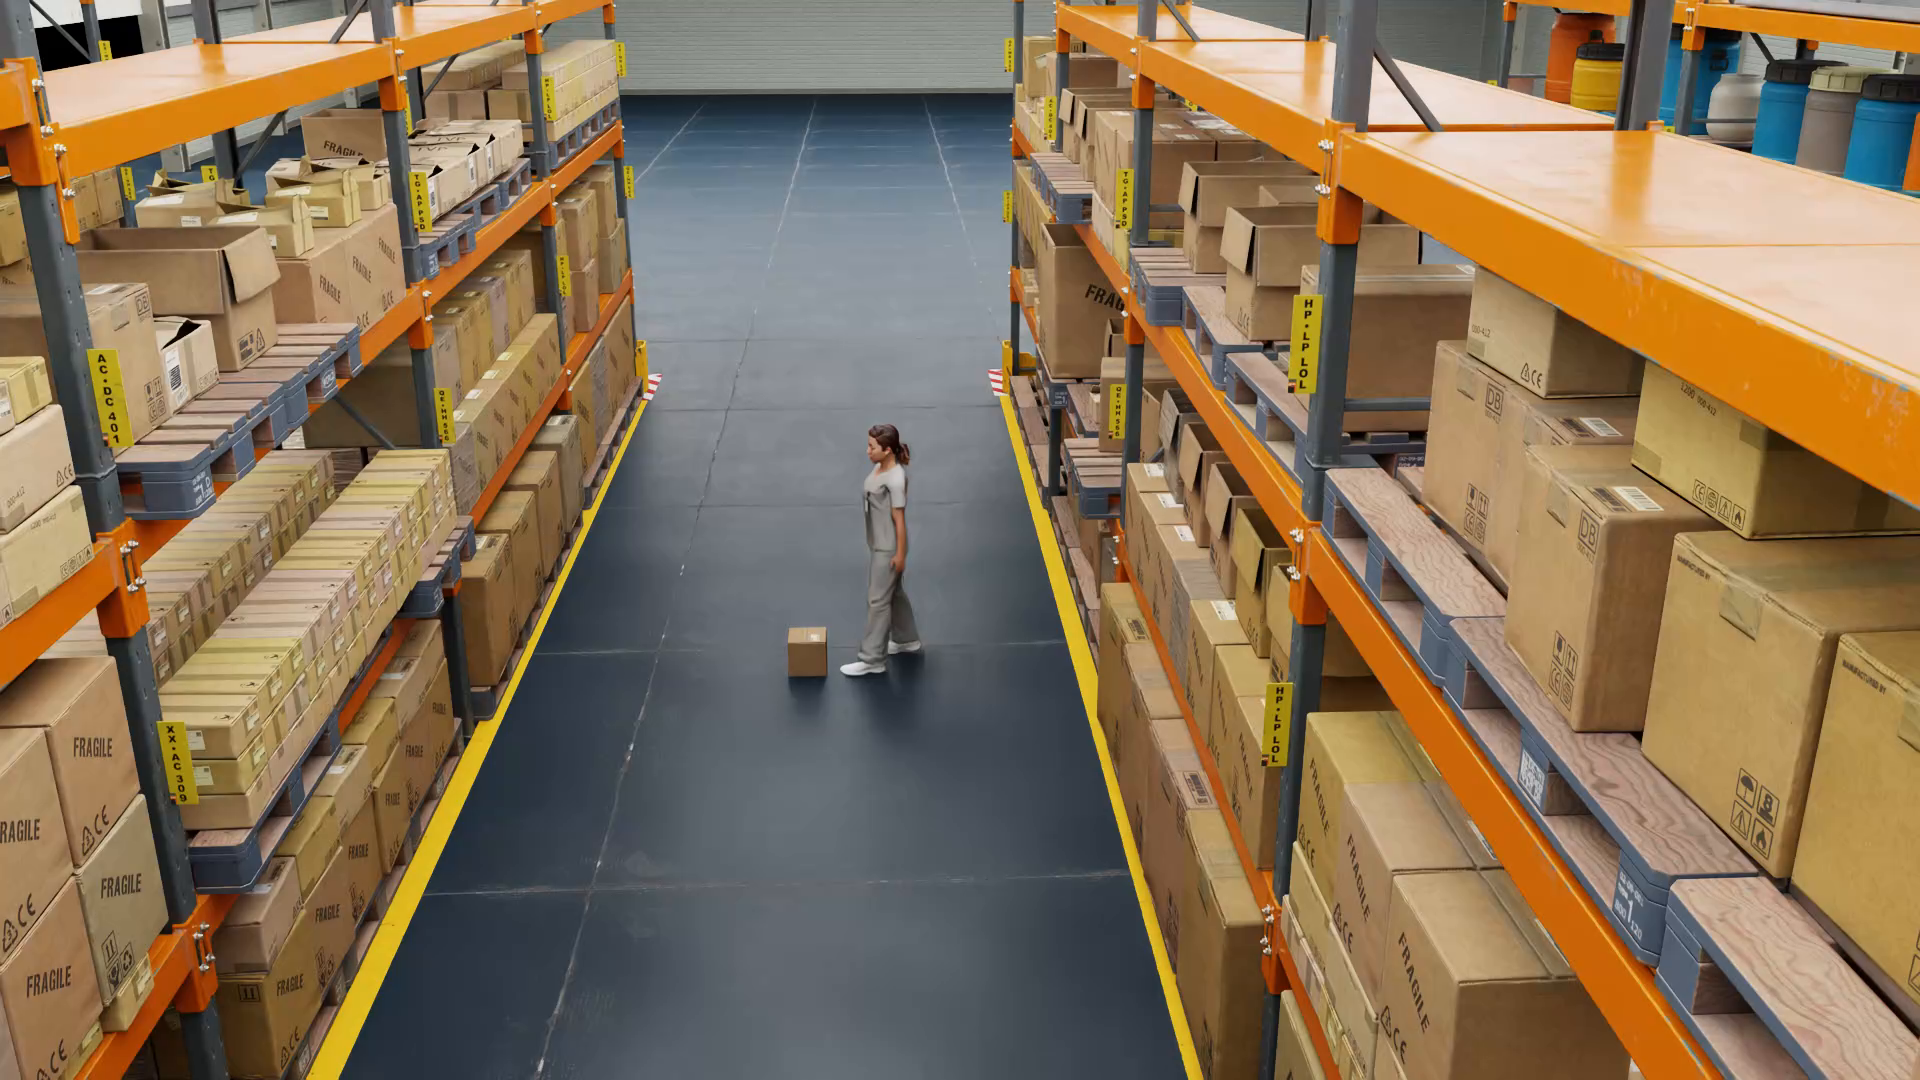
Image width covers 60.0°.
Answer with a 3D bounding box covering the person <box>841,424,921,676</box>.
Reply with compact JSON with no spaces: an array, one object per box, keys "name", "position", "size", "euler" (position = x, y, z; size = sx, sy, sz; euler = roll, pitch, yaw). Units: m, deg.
[{"name":"person","position":[-0.535,0.044,10.951],"size":[0.624,1.672,0.460],"euler":[-6,21,-17]}]
